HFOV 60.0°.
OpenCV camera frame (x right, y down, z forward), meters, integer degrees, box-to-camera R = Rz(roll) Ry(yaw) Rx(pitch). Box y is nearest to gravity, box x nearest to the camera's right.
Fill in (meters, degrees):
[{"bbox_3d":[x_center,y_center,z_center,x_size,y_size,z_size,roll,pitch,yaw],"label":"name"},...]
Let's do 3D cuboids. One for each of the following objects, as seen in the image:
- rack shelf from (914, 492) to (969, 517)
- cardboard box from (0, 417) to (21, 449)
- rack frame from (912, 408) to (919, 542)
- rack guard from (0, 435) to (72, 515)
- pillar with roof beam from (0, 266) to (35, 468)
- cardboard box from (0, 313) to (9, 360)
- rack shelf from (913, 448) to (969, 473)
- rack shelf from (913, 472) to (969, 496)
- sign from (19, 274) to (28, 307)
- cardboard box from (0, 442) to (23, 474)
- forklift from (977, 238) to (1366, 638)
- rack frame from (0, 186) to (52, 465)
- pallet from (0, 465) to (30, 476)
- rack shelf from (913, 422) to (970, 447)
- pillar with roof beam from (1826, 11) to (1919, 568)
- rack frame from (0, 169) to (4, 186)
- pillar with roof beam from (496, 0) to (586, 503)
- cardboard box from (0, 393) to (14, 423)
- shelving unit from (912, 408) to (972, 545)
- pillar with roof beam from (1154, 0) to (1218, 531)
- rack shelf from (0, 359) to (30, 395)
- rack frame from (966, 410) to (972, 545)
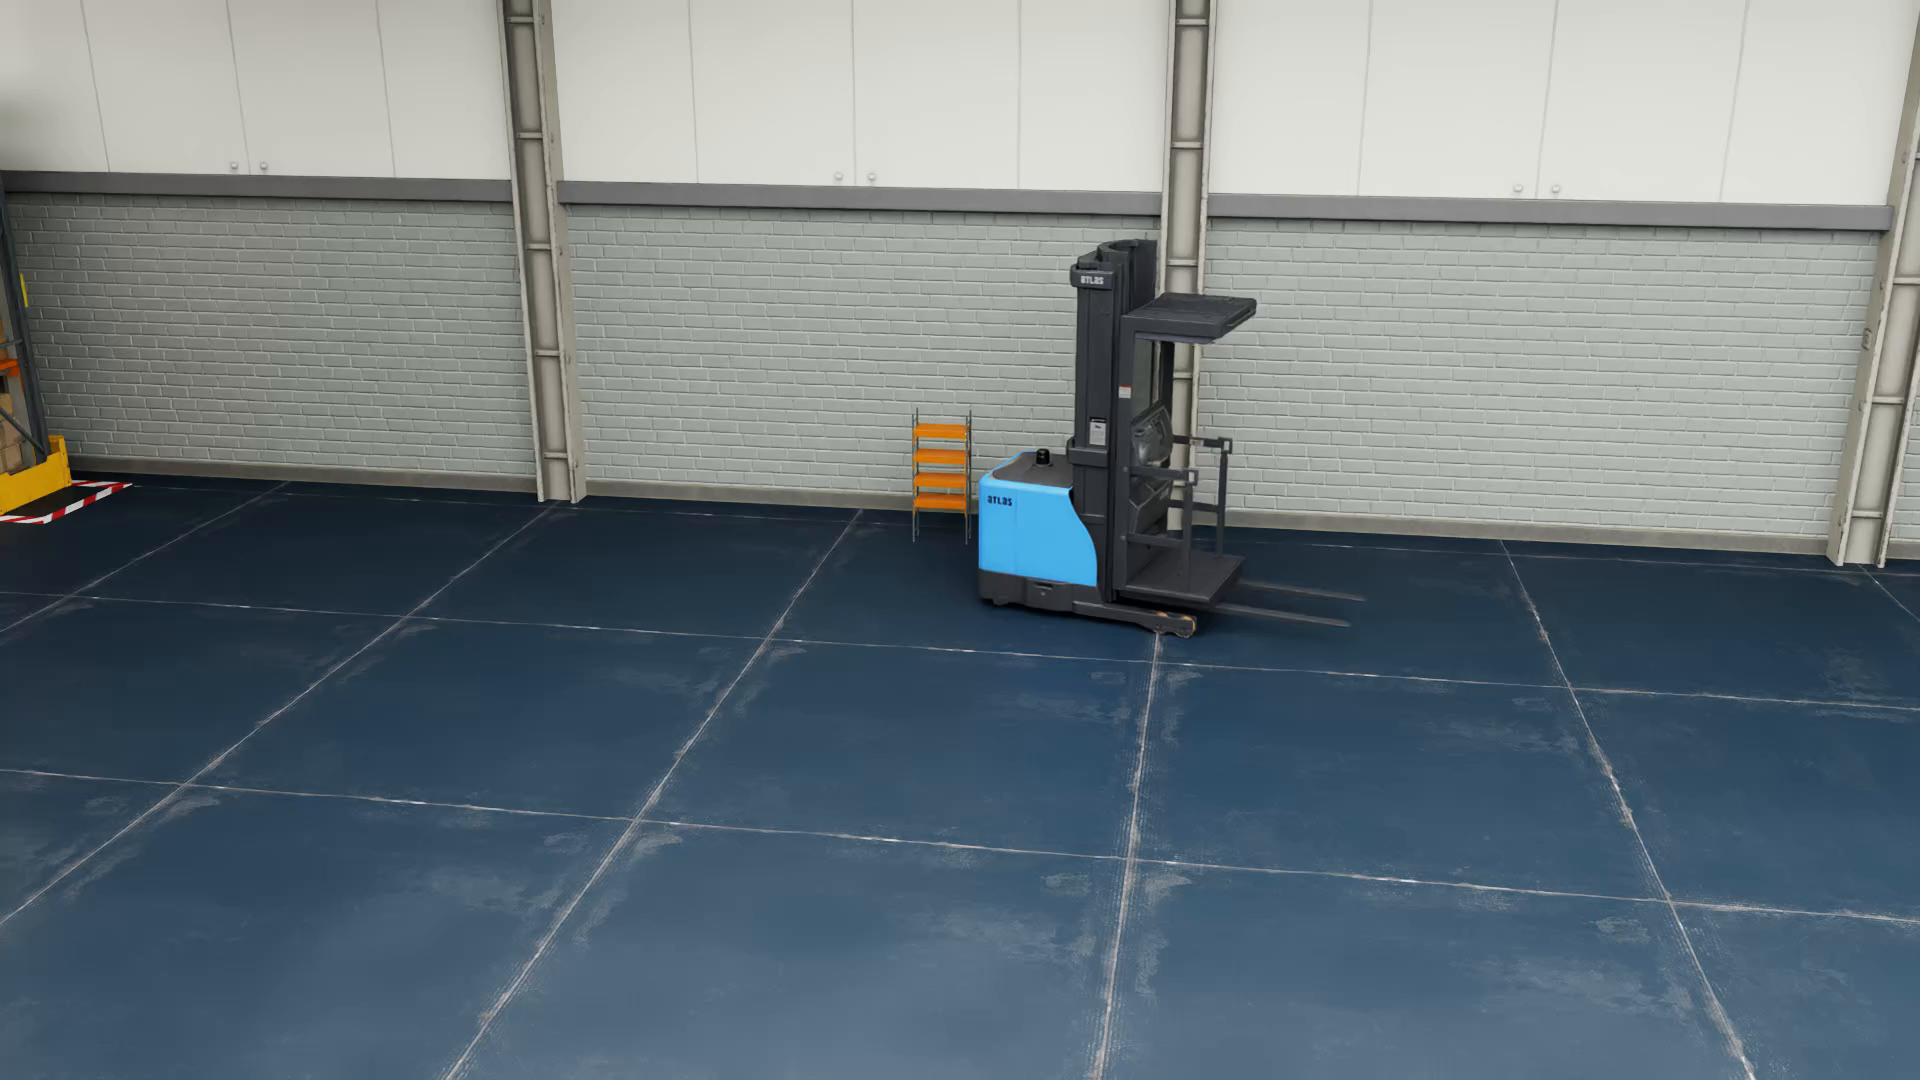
[{"bbox_3d":[-0.163,-0.325,15.169,0.480,0.148,0.258,3,19,9],"label":"rack shelf"},{"bbox_3d":[-9.753,-1.048,16.540,0.500,0.250,0.500,3,19,10],"label":"cardboard box"},{"bbox_3d":[-0.404,-0.590,15.121,0.015,1.200,0.240,3,19,9],"label":"rack frame"},{"bbox_3d":[-9.298,-0.641,16.377,0.348,0.500,1.175,3,19,9],"label":"rack guard"},{"bbox_3d":[-10.549,-3.641,11.950,0.400,9.000,9.100,3,19,9],"label":"pillar with roof beam"},{"bbox_3d":[-9.766,-1.987,16.303,0.500,0.500,0.500,4,19,10],"label":"cardboard box"},{"bbox_3d":[-0.163,-0.726,15.035,0.480,0.148,0.258,3,19,9],"label":"rack shelf"},{"bbox_3d":[-0.163,-0.514,15.106,0.480,0.148,0.258,3,19,9],"label":"rack shelf"},{"bbox_3d":[-9.227,-2.449,16.353,0.005,0.325,0.100,3,19,9],"label":"sign"},{"bbox_3d":[-9.775,-0.809,16.611,0.500,0.250,0.500,3,19,9],"label":"cardboard box"},{"bbox_3d":[1.700,-0.817,13.072,3.031,2.935,1.130,8,20,23],"label":"forklift"},{"bbox_3d":[-9.321,-1.827,15.984,0.127,3.000,1.000,3,19,9],"label":"rack frame"},{"bbox_3d":[-10.083,-0.531,16.503,1.213,0.211,1.003,3,19,9],"label":"pallet"},{"bbox_3d":[-0.163,-0.950,14.960,0.480,0.148,0.258,3,19,9],"label":"rack shelf"},{"bbox_3d":[7.224,-2.735,9.243,0.400,9.000,9.100,3,19,9],"label":"pillar with roof beam"},{"bbox_3d":[-9.321,-4.672,15.033,0.127,3.000,1.000,3,19,9],"label":"rack frame"},{"bbox_3d":[-4.625,-3.339,11.048,0.400,9.000,9.100,3,19,9],"label":"pillar with roof beam"},{"bbox_3d":[-9.766,-1.280,16.445,0.500,0.250,0.500,3,19,8],"label":"cardboard box"},{"bbox_3d":[-0.163,-0.577,15.084,0.503,1.200,0.258,3,19,9],"label":"shelving unit"},{"bbox_3d":[1.300,-3.037,10.145,0.400,9.000,9.100,3,19,9],"label":"pillar with roof beam"},{"bbox_3d":[-11.296,-1.587,16.399,4.000,0.370,1.077,3,19,9],"label":"rack shelf"},{"bbox_3d":[0.077,-0.565,15.048,0.015,1.200,0.240,3,19,9],"label":"rack frame"}]
